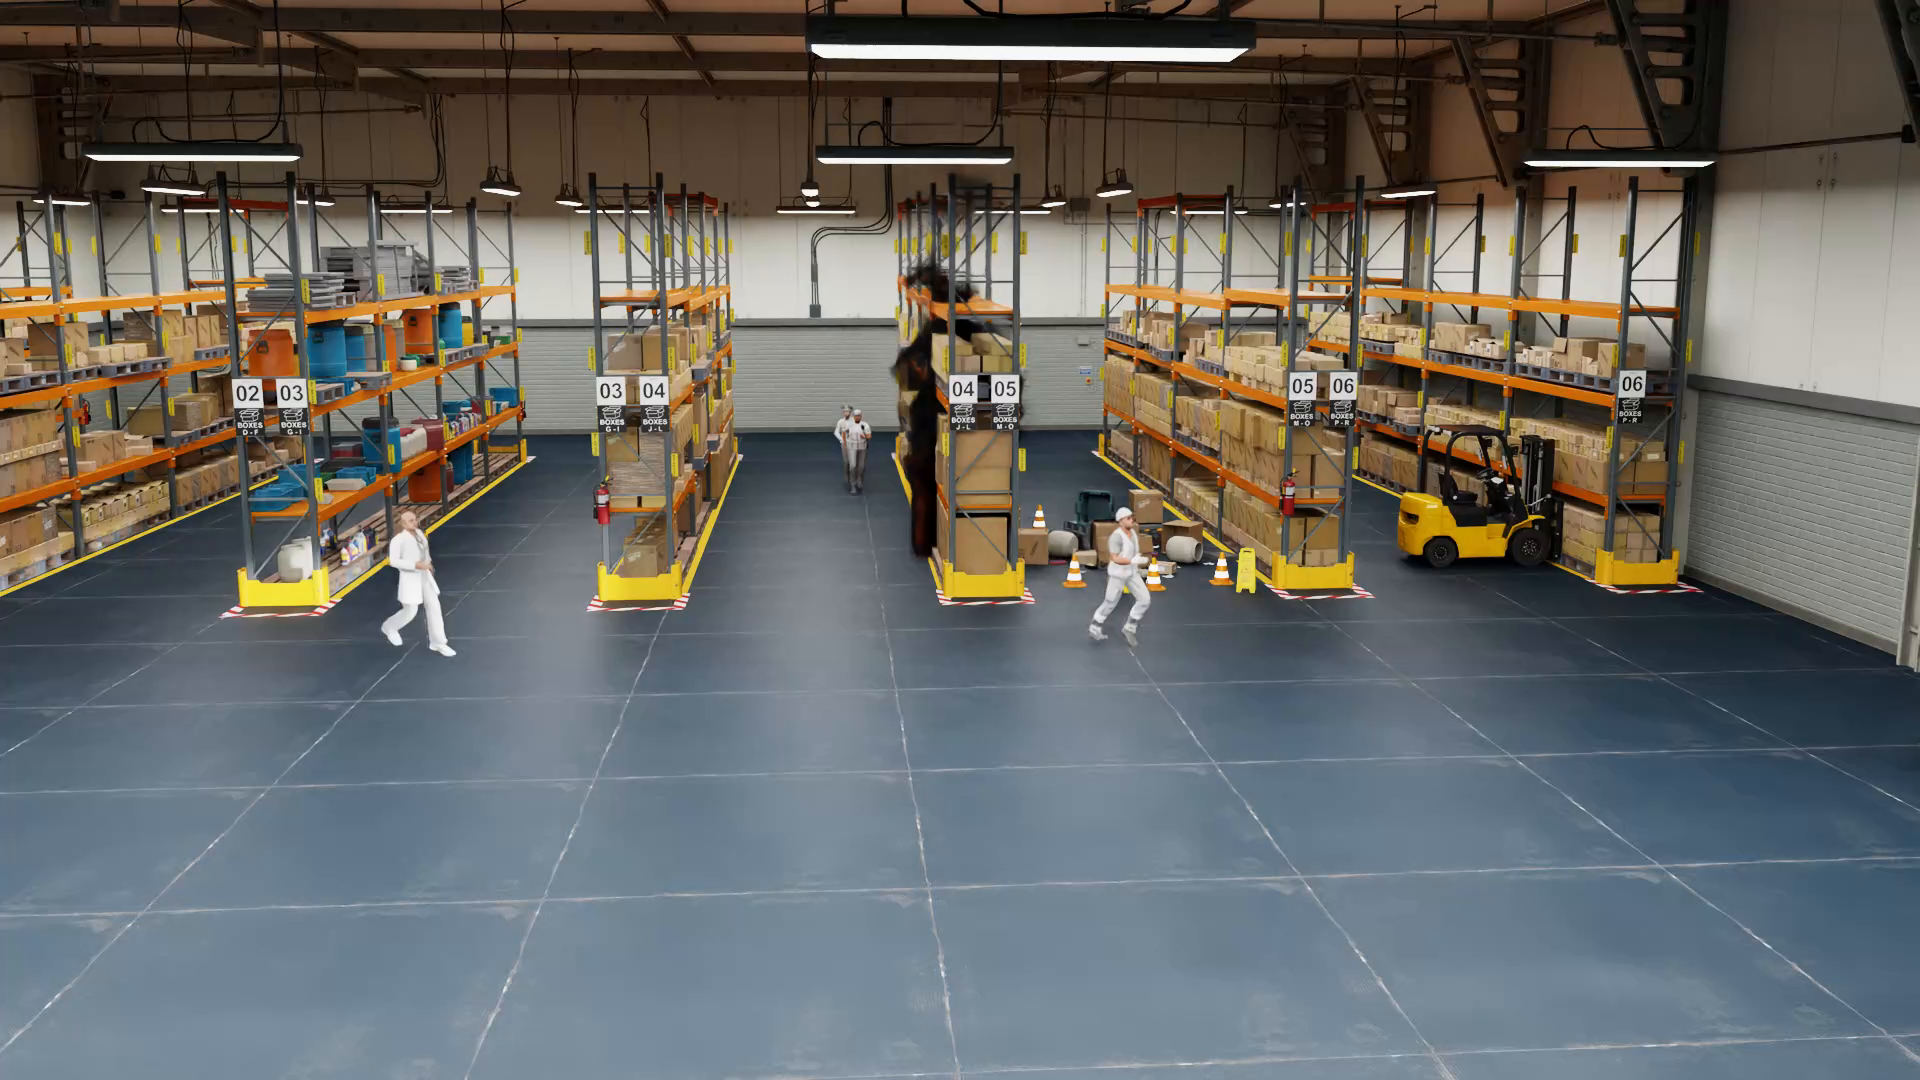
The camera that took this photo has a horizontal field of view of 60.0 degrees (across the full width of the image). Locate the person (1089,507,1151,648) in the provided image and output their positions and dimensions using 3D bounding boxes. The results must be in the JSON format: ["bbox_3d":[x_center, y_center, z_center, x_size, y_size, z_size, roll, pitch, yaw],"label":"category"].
[{"bbox_3d":[2.061,0.463,20.926,0.883,1.789,0.671,9,14,43],"label":"person"}]

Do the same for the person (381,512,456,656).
[{"bbox_3d":[-6.723,0.533,20.569,1.028,1.784,0.719,5,11,28],"label":"person"}]

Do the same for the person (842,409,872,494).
[{"bbox_3d":[-2.120,-1.833,34.317,0.579,1.729,0.764,-2,10,-11],"label":"person"}]

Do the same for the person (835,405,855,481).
[{"bbox_3d":[-2.375,-2.065,35.609,0.629,1.656,0.575,0,10,2],"label":"person"}]
